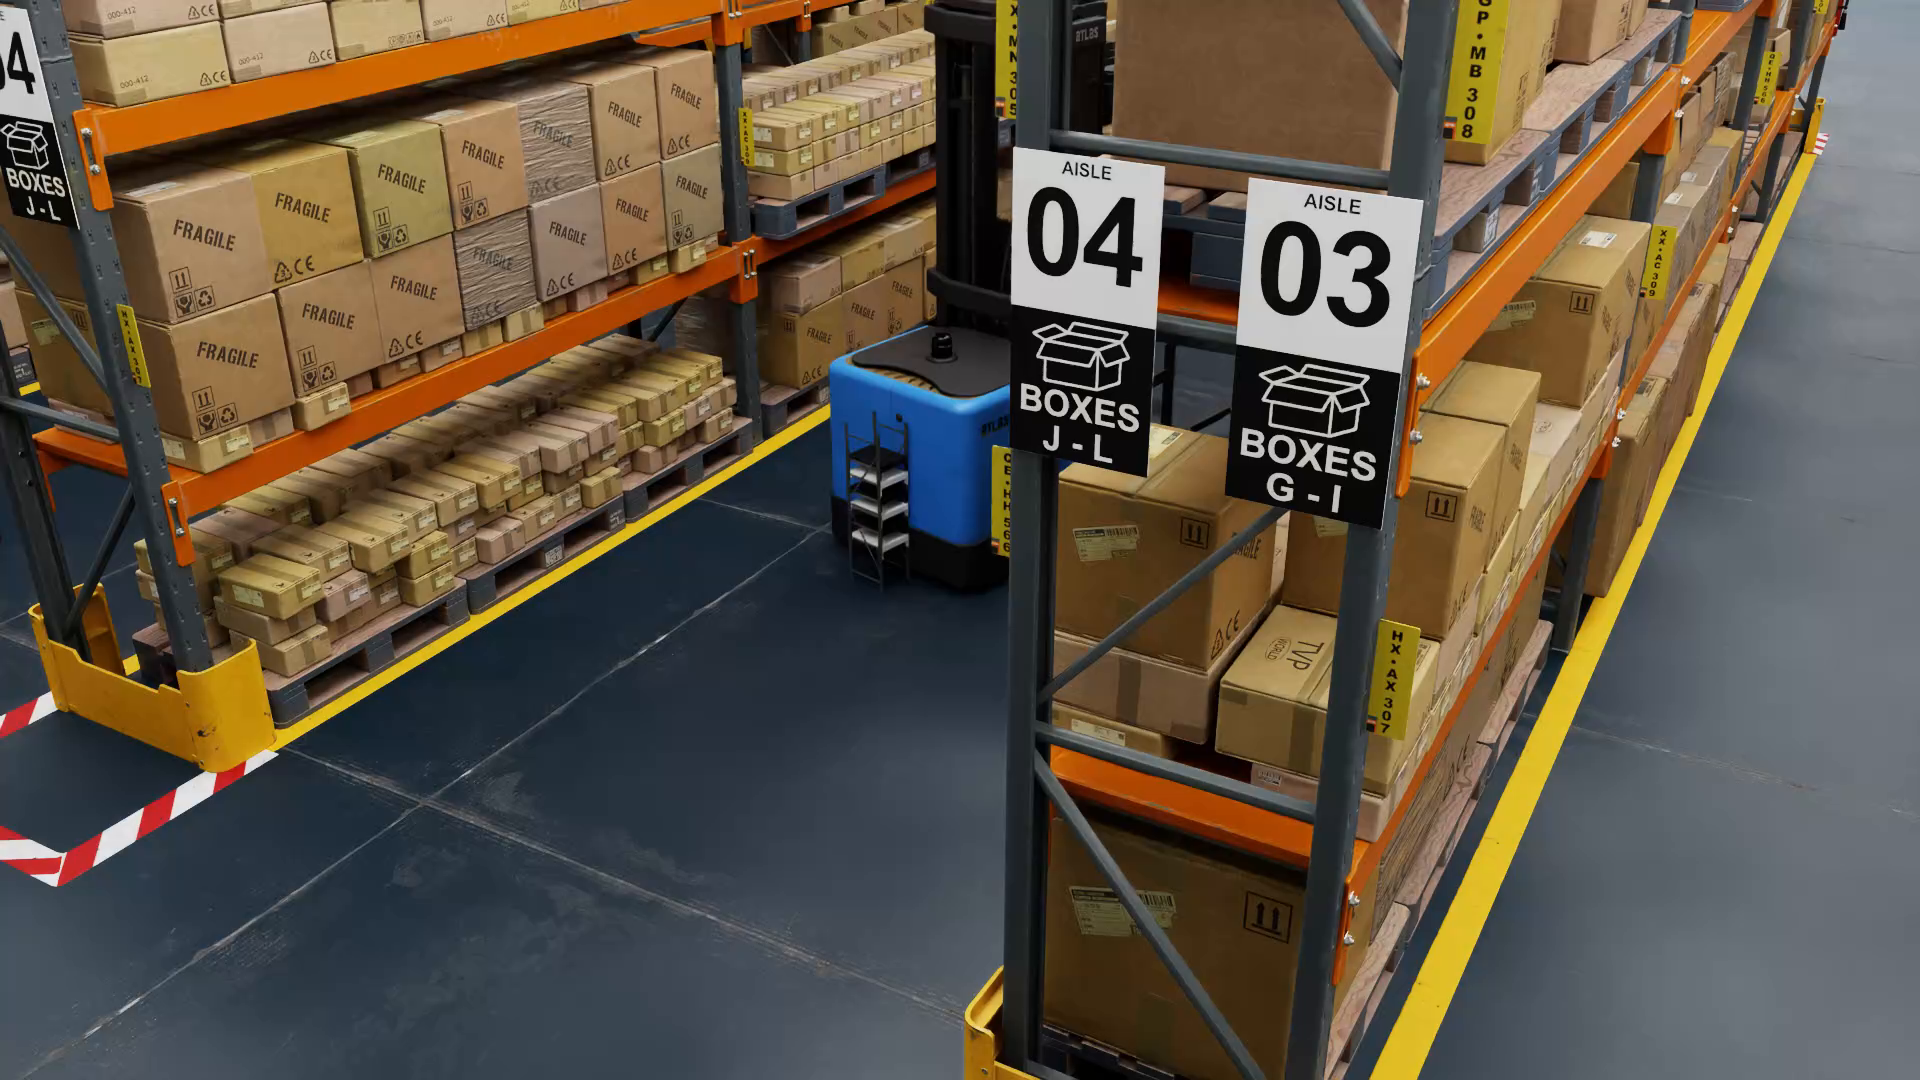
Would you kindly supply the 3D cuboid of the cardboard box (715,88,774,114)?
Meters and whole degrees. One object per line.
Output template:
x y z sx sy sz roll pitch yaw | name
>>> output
-1.416 -2.788 10.615 0.380 0.149 0.250 13 29 24 | cardboard box

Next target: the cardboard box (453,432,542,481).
-2.447 -0.427 8.804 0.380 0.149 0.250 14 30 26 | cardboard box

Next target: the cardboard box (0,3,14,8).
-3.666 -2.216 6.584 0.500 0.250 0.500 13 29 25 | cardboard box

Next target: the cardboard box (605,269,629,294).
-2.042 -1.466 9.108 0.380 0.149 0.250 13 30 25 | cardboard box

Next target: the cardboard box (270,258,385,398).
-2.969 -0.989 7.430 0.500 0.500 0.500 14 30 26 | cardboard box

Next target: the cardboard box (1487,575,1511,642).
1.690 0.194 5.792 0.380 0.149 0.250 14 30 26 | cardboard box

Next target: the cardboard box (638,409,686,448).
-1.821 -0.678 9.637 0.380 0.149 0.250 13 29 24 | cardboard box

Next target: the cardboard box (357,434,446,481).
-2.949 -0.420 8.790 0.380 0.149 0.250 13 29 24 | cardboard box

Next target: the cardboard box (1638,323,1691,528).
3.301 -0.750 9.302 1.225 0.875 0.875 13 29 24 | cardboard box

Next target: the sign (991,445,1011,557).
0.132 -0.100 4.540 0.100 0.325 0.005 14 30 26 | sign

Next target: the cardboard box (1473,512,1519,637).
1.569 0.056 5.622 0.500 0.250 0.500 13 29 24 | cardboard box

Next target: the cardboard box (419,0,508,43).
-2.460 -2.482 7.674 0.500 0.250 0.500 14 30 26 | cardboard box

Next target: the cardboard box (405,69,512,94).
-2.654 -2.149 8.632 0.500 0.500 0.500 15 30 27 | cardboard box

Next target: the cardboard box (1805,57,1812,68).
7.375 -4.319 14.808 0.380 0.149 0.250 14 30 26 | cardboard box

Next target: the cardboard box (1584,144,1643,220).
2.872 -1.654 7.971 0.797 0.503 0.637 13 30 25 | cardboard box

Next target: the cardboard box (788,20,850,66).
-1.602 -5.674 18.999 0.500 0.500 0.500 16 31 28 | cardboard box

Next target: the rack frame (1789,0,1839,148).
8.468 -5.587 17.059 1.000 3.000 0.127 14 30 26 | rack frame

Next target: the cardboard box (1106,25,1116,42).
0.968 -3.959 13.697 0.500 0.500 0.500 14 30 26 | cardboard box

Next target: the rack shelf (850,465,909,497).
-0.426 -0.323 8.562 0.258 0.077 0.200 22 34 36 | rack shelf

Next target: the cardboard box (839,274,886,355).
-0.850 -1.548 11.314 0.500 0.500 0.500 16 31 28 | cardboard box

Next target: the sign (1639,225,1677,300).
3.049 -1.211 7.262 0.100 0.325 0.005 14 30 26 | sign

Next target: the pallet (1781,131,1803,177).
8.000 -4.001 17.007 1.003 0.211 1.213 14 30 26 | pallet

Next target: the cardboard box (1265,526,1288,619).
0.855 0.138 5.458 0.500 0.250 0.500 14 30 25 | cardboard box

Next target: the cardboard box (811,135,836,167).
-0.984 -2.404 10.180 0.380 0.149 0.250 14 30 25 | cardboard box

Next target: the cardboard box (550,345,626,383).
-2.241 -1.038 10.023 0.380 0.149 0.250 16 31 29 | cardboard box

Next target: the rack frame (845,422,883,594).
-0.493 -0.157 8.559 0.240 0.900 0.006 22 34 36 | rack frame

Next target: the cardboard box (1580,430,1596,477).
2.447 -0.406 6.991 0.380 0.149 0.250 14 30 25 | cardboard box

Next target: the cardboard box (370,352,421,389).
-2.796 -0.857 7.892 0.380 0.149 0.250 14 30 26 | cardboard box

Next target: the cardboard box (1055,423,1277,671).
0.608 0.000 4.897 0.500 0.500 0.500 15 30 27 | cardboard box

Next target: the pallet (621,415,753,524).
-2.003 -0.525 10.063 1.003 0.211 1.213 14 30 26 | pallet

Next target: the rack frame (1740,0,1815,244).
6.500 -4.028 13.945 1.000 3.000 0.127 14 30 26 | rack frame

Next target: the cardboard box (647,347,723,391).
-1.652 -1.025 9.997 0.380 0.149 0.250 15 30 28 | cardboard box

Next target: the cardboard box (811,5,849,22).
-1.488 -6.000 18.924 0.380 0.149 0.250 15 30 27 | cardboard box

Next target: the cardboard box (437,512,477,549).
-2.694 -0.086 8.454 0.380 0.149 0.250 13 29 24 | cardboard box

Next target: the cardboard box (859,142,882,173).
-0.727 -2.473 10.650 0.380 0.149 0.250 15 30 27 | cardboard box

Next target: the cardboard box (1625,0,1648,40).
2.232 -2.210 6.271 0.700 0.500 0.500 12 29 23 | cardboard box

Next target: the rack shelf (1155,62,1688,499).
1.581 -1.150 5.649 1.077 0.370 4.000 14 30 26 | rack shelf

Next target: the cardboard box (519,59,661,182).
-1.949 -2.221 8.775 0.500 0.500 0.500 13 29 25 | cardboard box

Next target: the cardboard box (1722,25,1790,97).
5.728 -3.566 12.438 0.797 0.503 0.637 18 32 31 | cardboard box

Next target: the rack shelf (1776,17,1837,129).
7.484 -4.486 15.663 1.077 0.370 4.000 14 30 26 | rack shelf

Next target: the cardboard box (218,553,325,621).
-3.118 0.209 7.533 0.380 0.149 0.250 13 29 24 | cardboard box

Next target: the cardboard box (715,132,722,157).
-1.680 -2.449 10.270 0.380 0.149 0.250 15 30 28 | cardboard box

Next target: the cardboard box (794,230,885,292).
-0.850 -1.885 11.150 0.500 0.250 0.500 15 30 27 | cardboard box

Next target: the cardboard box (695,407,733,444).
-1.600 -0.727 10.066 0.380 0.149 0.250 15 30 27 | cardboard box

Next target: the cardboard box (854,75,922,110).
-0.474 -2.939 10.918 0.380 0.149 0.250 15 30 28 | cardboard box

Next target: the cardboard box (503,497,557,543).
-2.386 -0.135 8.885 0.380 0.149 0.250 14 30 26 | cardboard box

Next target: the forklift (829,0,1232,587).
0.645 -1.646 9.264 1.130 2.935 3.031 22 34 36 | forklift

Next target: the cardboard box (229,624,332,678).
-3.135 0.471 7.675 0.380 0.149 0.250 15 30 27 | cardboard box

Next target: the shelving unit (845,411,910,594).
-0.426 -0.192 8.627 0.258 0.900 0.210 22 34 36 | shelving unit

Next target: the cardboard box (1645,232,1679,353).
3.255 -1.275 8.334 0.500 0.500 0.500 14 30 26 | cardboard box

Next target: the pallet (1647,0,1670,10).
2.973 -2.534 7.824 0.805 0.209 1.217 13 29 24 | pallet

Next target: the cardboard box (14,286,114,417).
-3.674 -0.892 7.237 0.500 0.500 0.500 15 30 27 | cardboard box

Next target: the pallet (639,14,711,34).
-3.157 -5.346 16.793 1.003 0.211 1.213 14 30 26 | pallet

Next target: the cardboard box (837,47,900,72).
-0.649 -3.396 11.829 0.380 0.149 0.250 16 31 28 | cardboard box

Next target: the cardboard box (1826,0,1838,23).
8.032 -5.335 16.112 0.875 0.500 0.500 14 30 26 | cardboard box

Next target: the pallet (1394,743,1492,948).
1.524 1.093 6.830 1.003 0.211 1.213 14 30 26 | pallet

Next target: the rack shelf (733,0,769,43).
-0.720 -3.841 11.024 1.077 0.370 4.000 14 30 26 | rack shelf
